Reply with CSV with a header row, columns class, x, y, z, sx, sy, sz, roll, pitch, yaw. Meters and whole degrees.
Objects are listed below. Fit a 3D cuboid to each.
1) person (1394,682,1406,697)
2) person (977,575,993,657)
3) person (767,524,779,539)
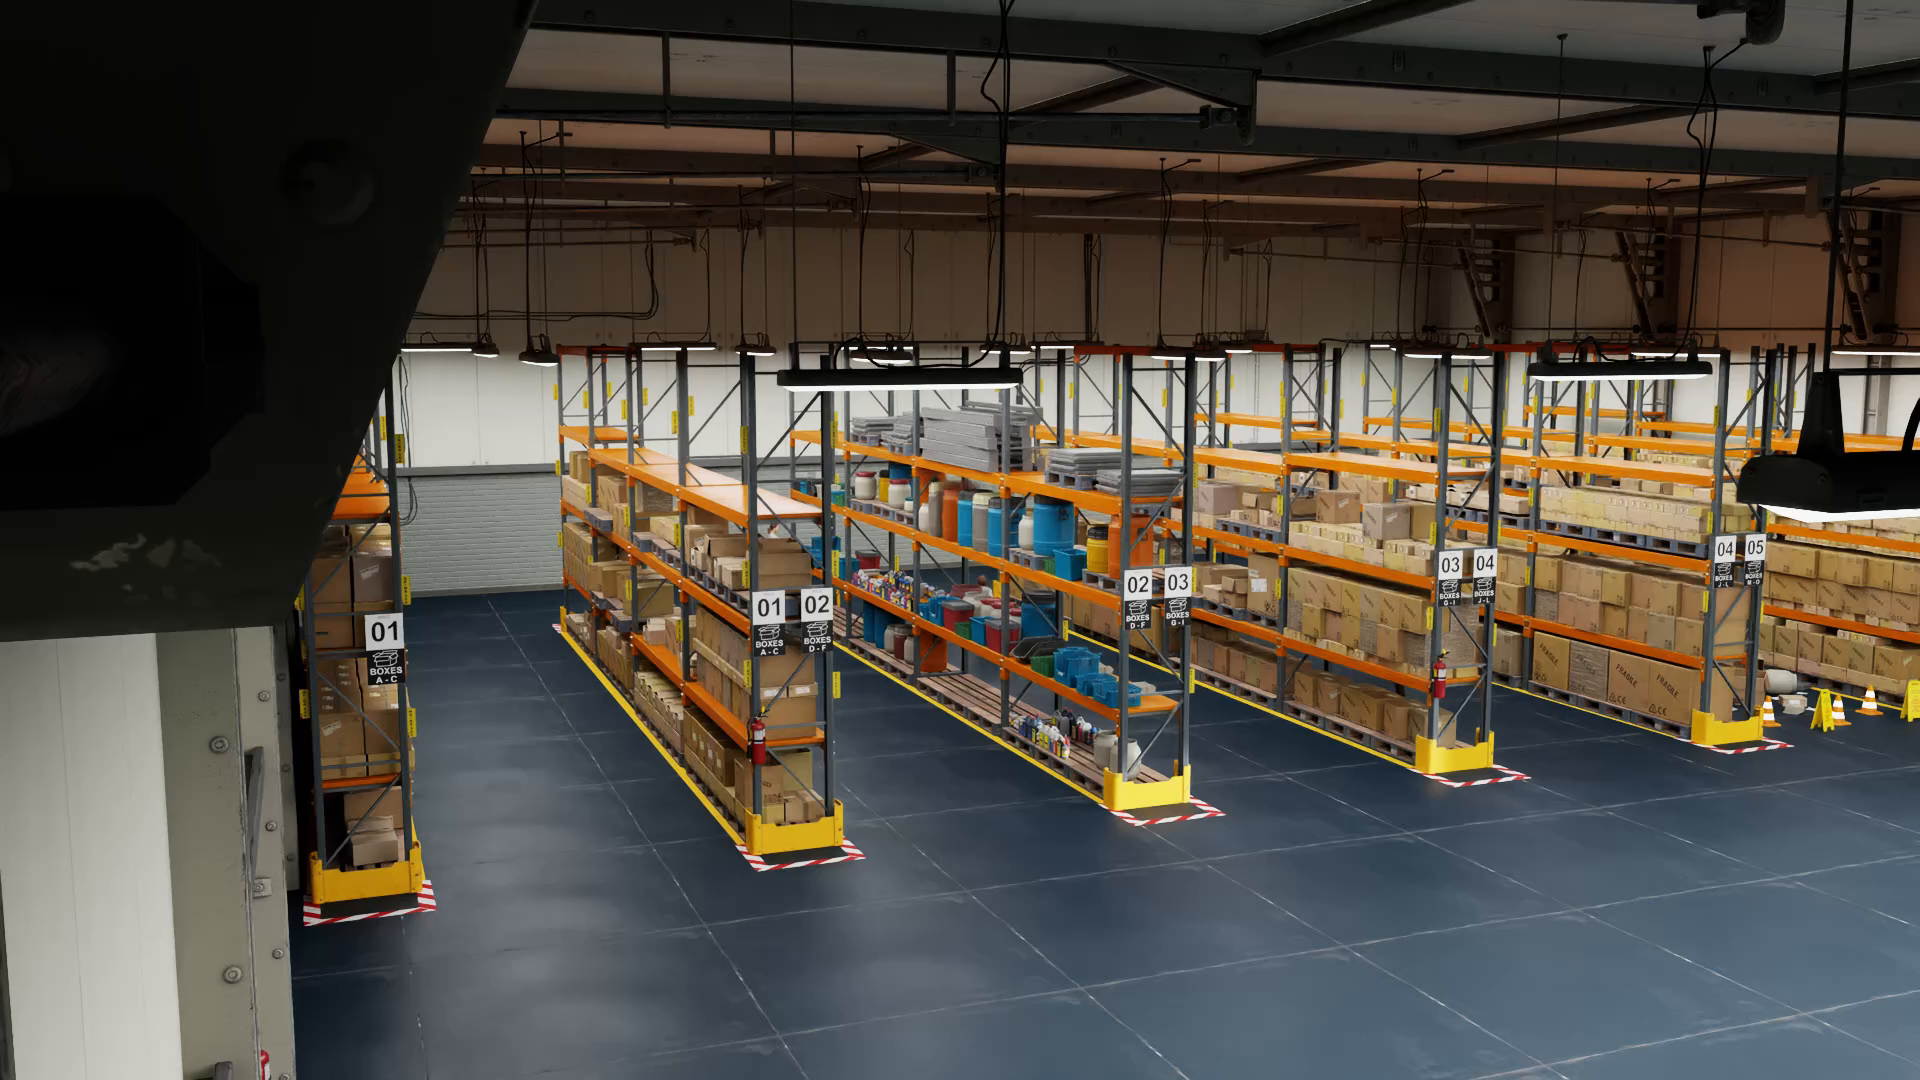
class,x,y,z,sx,sy,sz,roll,pitch,yaw
person,7.454,1.886,28.257,0.641,1.757,0.751,-1,7,-5
person,0.437,1.532,32.053,0.457,1.490,0.431,2,7,15
person,-4.556,0.398,40.155,0.634,1.663,0.484,-1,7,-8
